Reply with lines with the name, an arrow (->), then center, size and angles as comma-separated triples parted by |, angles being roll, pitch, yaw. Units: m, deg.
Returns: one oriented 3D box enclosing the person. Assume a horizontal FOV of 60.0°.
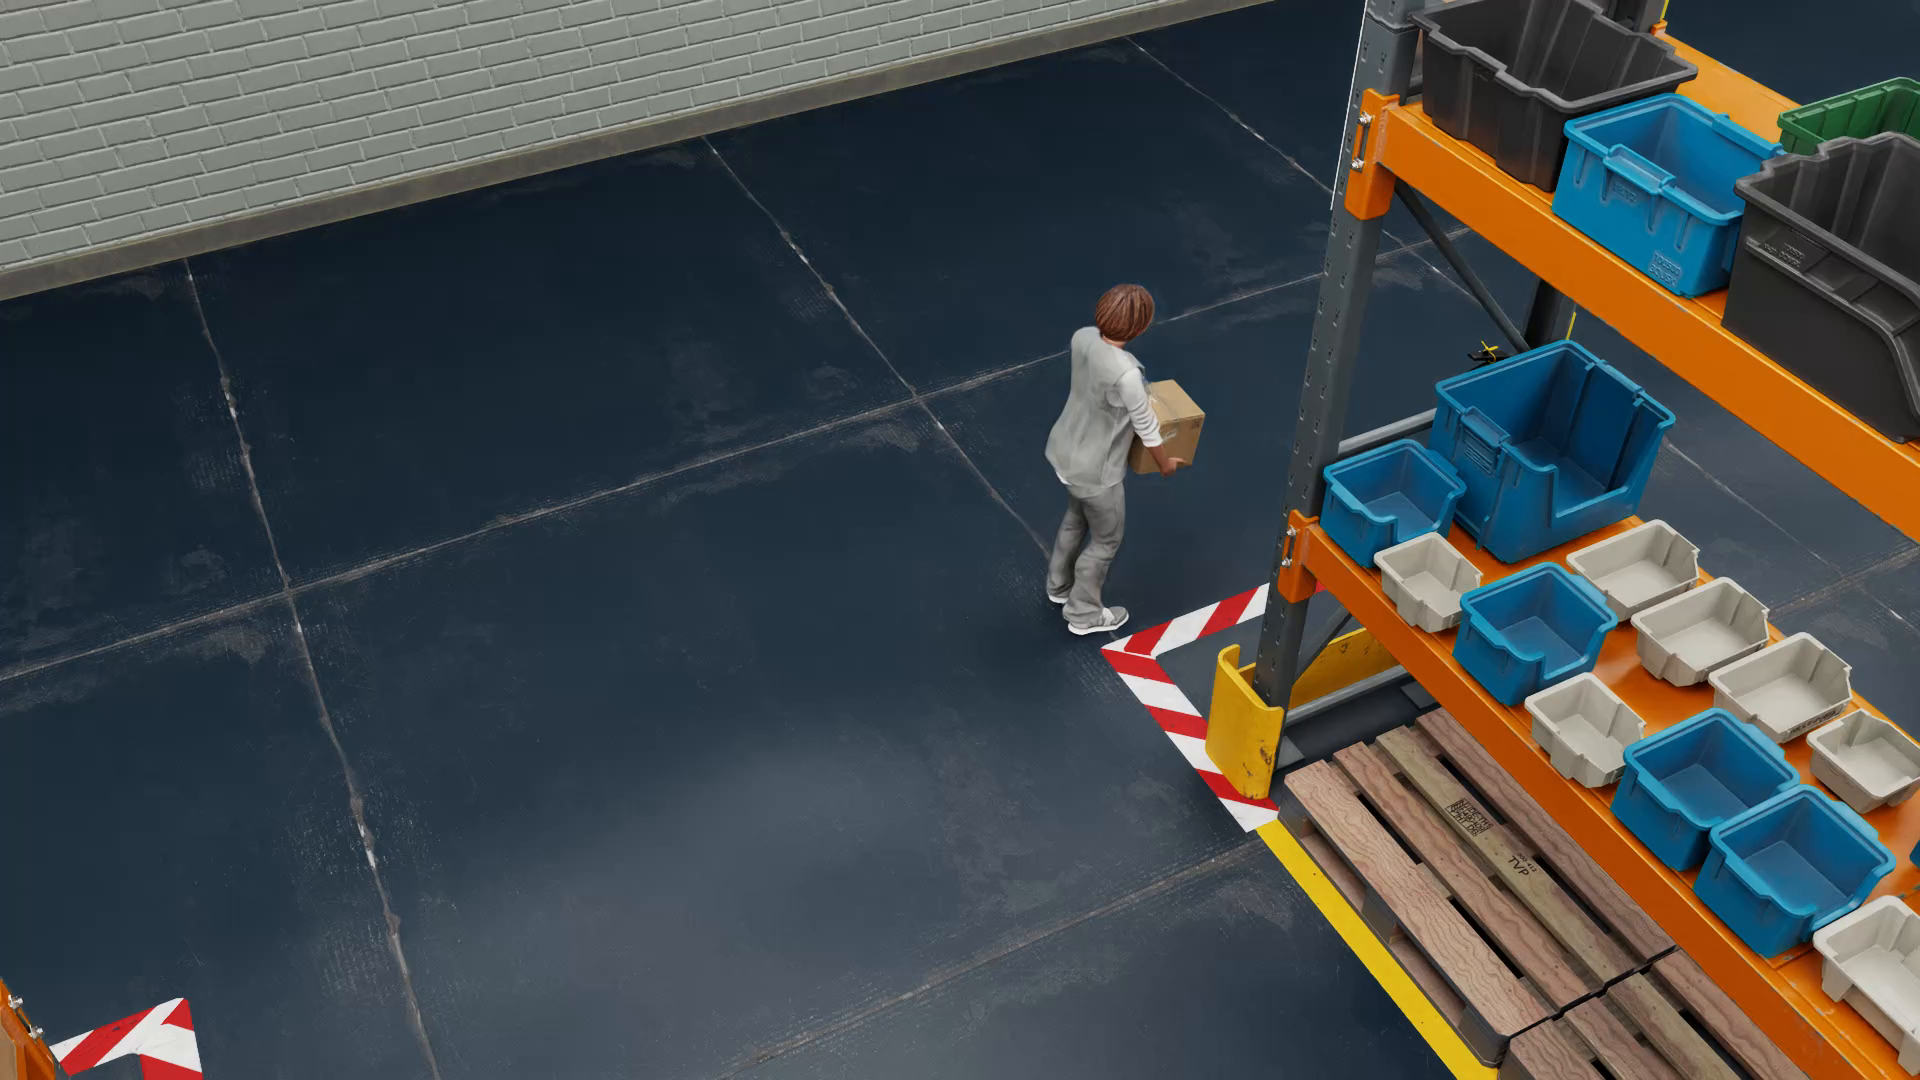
person -> 0.606, -0.321, 6.537 | 0.492, 1.588, 0.360 | -17, 45, -18
